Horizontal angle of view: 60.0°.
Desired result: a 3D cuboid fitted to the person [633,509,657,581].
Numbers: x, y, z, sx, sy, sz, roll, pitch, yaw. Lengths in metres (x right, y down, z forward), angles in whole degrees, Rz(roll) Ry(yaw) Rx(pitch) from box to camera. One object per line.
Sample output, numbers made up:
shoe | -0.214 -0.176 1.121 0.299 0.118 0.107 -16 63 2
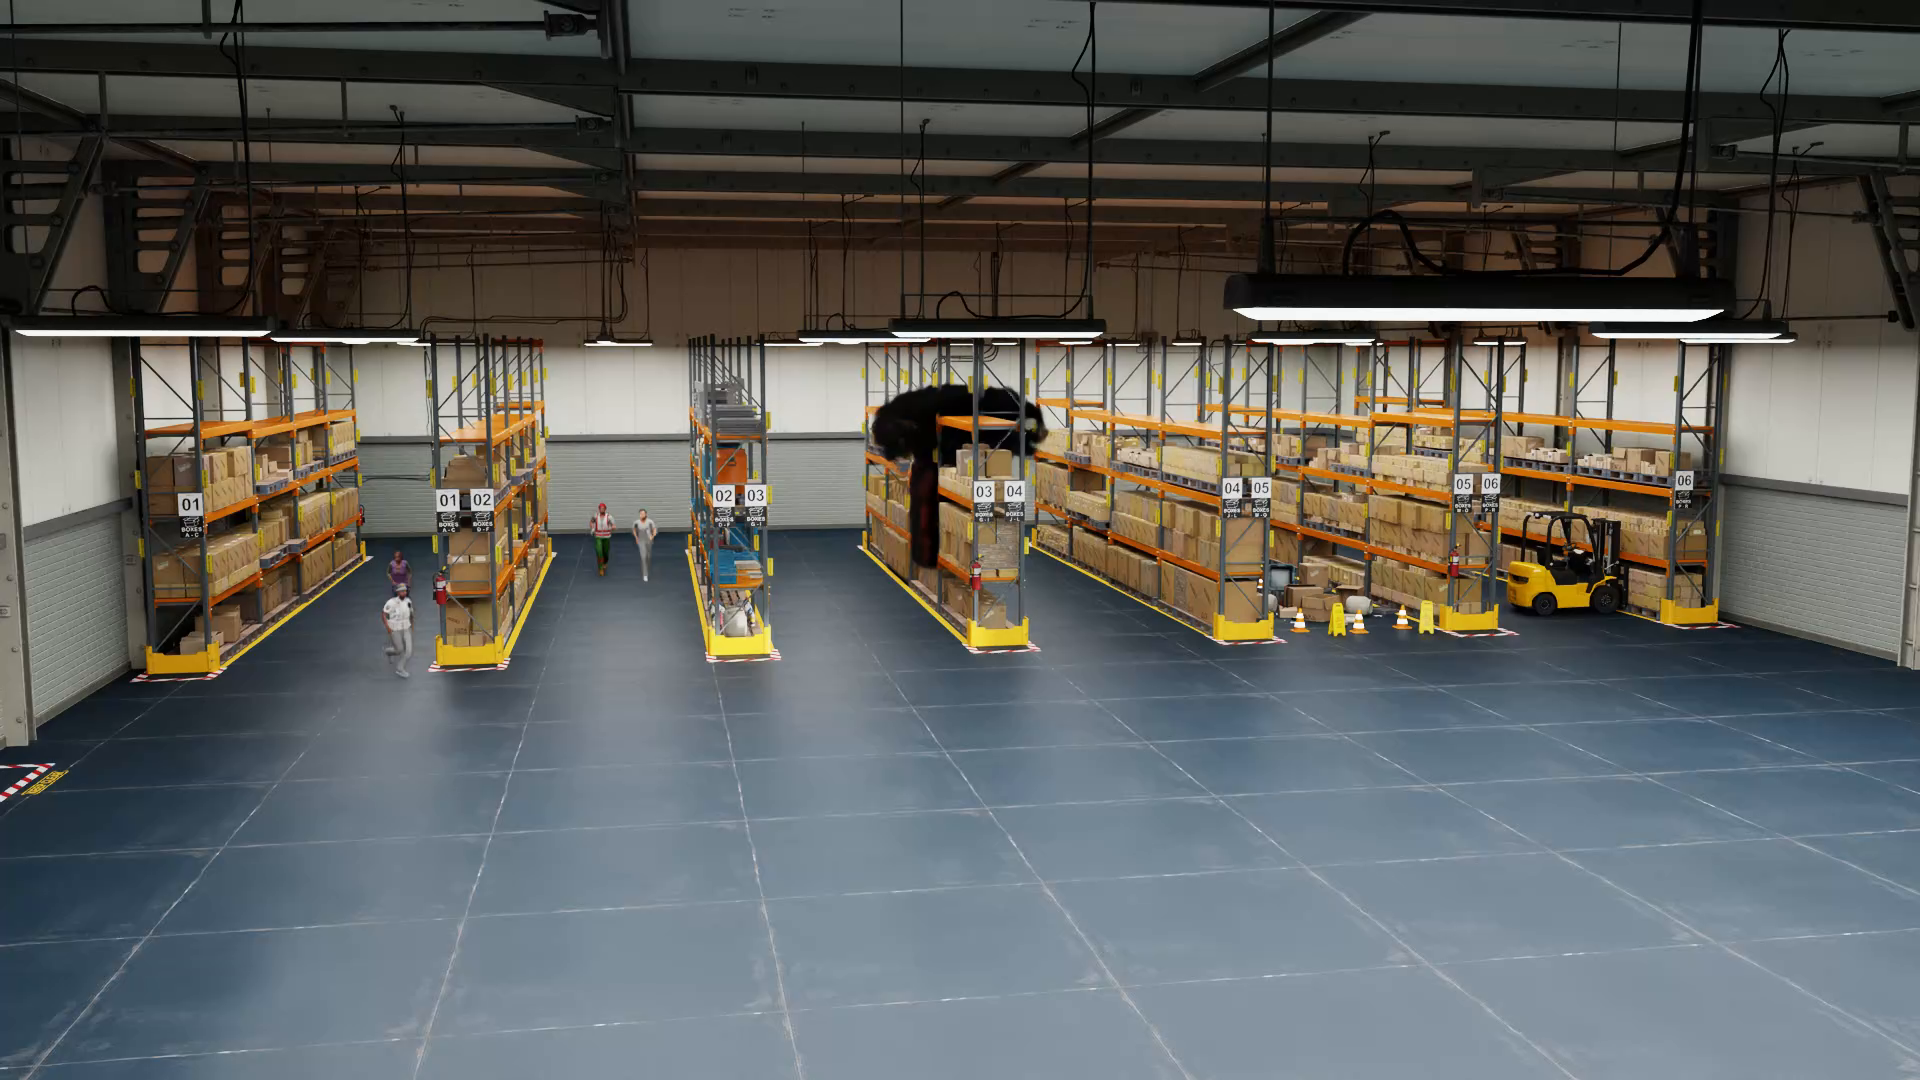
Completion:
person | -7.494 0.094 39.551 0.565 1.698 0.696 -1 7 -11

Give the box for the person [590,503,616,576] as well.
person | -9.116 -0.045 42.460 0.652 1.805 0.983 -1 7 -11

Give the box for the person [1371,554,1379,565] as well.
person | 11.188 -0.178 43.783 0.694 1.820 0.953 -3 7 -23

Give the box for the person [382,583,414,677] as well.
person | -9.895 1.562 29.289 0.615 1.652 0.582 6 9 41

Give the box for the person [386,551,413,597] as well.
person | -11.763 0.977 34.950 0.513 1.545 0.713 -1 7 -11
